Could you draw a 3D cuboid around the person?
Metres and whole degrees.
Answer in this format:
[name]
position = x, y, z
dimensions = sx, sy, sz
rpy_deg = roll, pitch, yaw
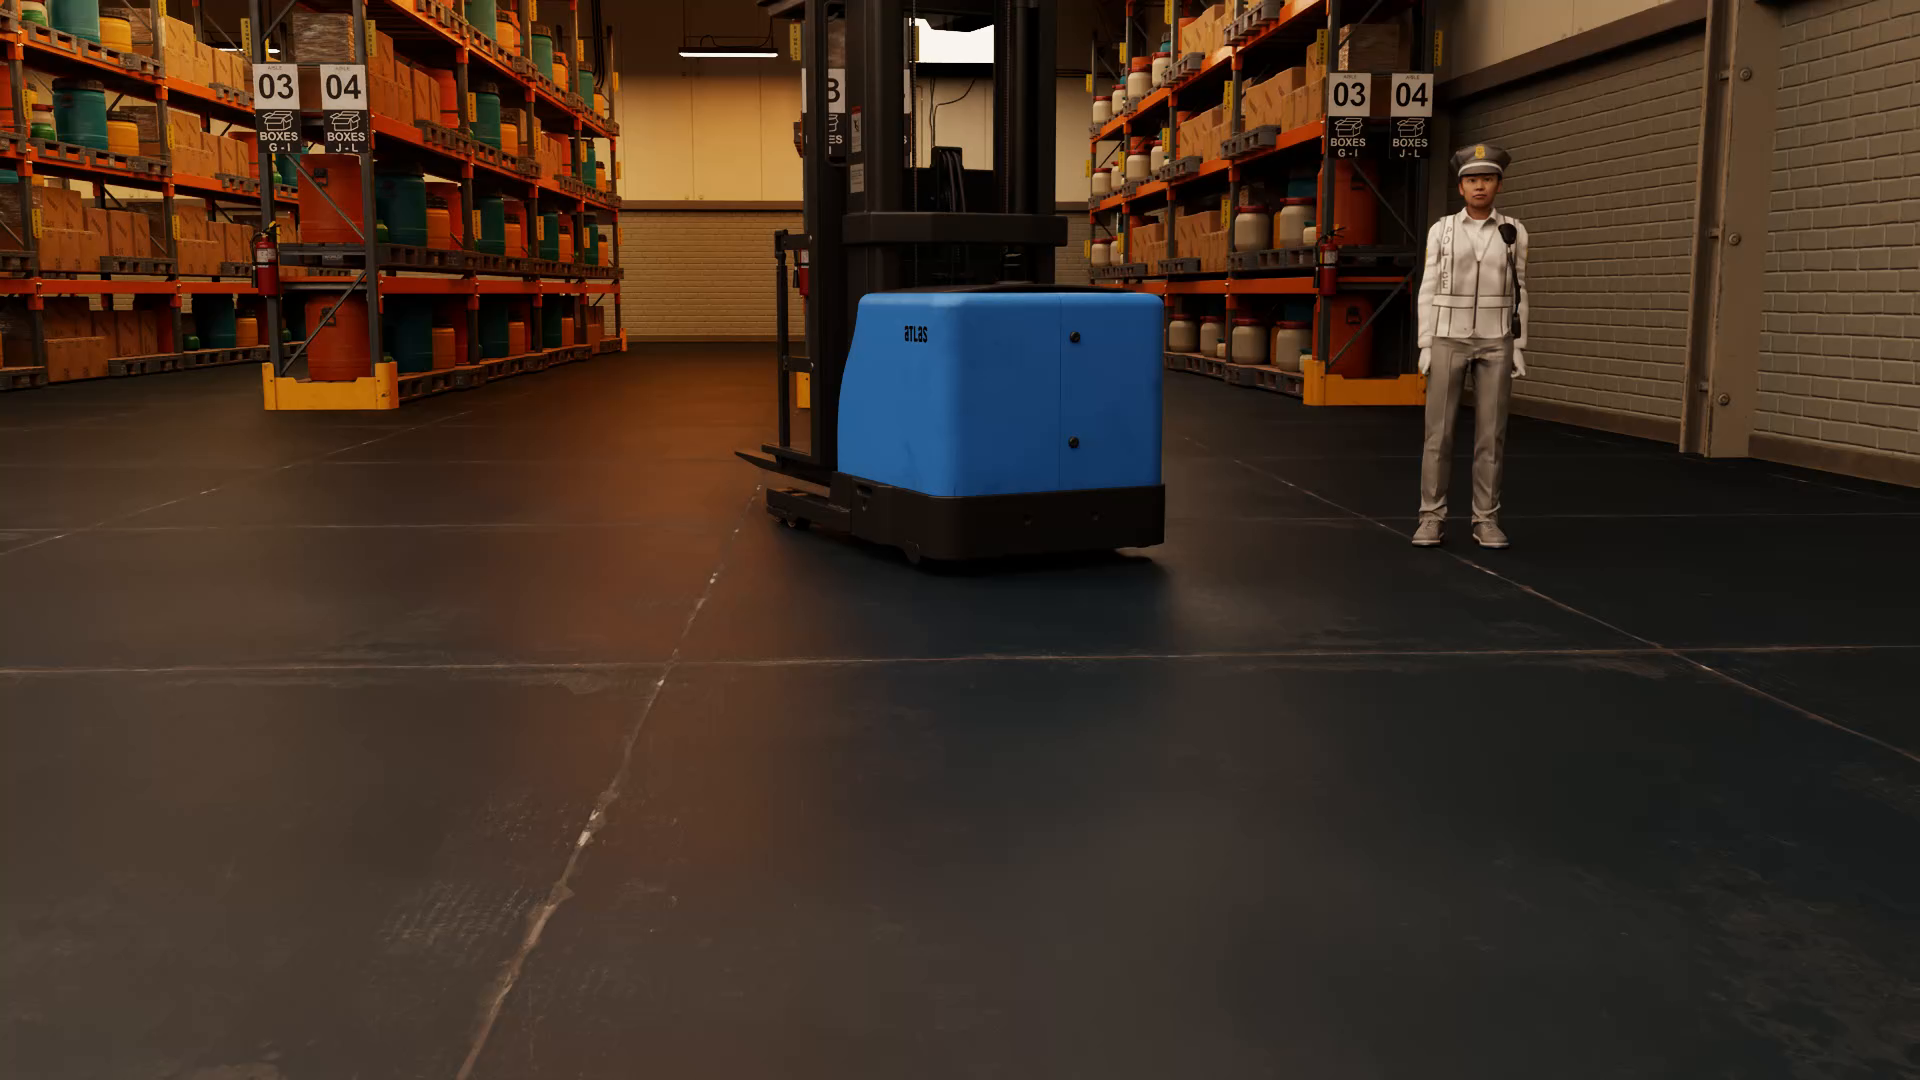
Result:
[person]
position = 2.185, -0.821, 7.097
dimensions = 0.458, 1.694, 0.360
rpy_deg = 2, 9, 11

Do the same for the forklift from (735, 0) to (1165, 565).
[forklift]
position = -0.264, -1.530, 7.637
dimensions = 1.130, 2.935, 3.031
rpy_deg = -4, 9, -25
